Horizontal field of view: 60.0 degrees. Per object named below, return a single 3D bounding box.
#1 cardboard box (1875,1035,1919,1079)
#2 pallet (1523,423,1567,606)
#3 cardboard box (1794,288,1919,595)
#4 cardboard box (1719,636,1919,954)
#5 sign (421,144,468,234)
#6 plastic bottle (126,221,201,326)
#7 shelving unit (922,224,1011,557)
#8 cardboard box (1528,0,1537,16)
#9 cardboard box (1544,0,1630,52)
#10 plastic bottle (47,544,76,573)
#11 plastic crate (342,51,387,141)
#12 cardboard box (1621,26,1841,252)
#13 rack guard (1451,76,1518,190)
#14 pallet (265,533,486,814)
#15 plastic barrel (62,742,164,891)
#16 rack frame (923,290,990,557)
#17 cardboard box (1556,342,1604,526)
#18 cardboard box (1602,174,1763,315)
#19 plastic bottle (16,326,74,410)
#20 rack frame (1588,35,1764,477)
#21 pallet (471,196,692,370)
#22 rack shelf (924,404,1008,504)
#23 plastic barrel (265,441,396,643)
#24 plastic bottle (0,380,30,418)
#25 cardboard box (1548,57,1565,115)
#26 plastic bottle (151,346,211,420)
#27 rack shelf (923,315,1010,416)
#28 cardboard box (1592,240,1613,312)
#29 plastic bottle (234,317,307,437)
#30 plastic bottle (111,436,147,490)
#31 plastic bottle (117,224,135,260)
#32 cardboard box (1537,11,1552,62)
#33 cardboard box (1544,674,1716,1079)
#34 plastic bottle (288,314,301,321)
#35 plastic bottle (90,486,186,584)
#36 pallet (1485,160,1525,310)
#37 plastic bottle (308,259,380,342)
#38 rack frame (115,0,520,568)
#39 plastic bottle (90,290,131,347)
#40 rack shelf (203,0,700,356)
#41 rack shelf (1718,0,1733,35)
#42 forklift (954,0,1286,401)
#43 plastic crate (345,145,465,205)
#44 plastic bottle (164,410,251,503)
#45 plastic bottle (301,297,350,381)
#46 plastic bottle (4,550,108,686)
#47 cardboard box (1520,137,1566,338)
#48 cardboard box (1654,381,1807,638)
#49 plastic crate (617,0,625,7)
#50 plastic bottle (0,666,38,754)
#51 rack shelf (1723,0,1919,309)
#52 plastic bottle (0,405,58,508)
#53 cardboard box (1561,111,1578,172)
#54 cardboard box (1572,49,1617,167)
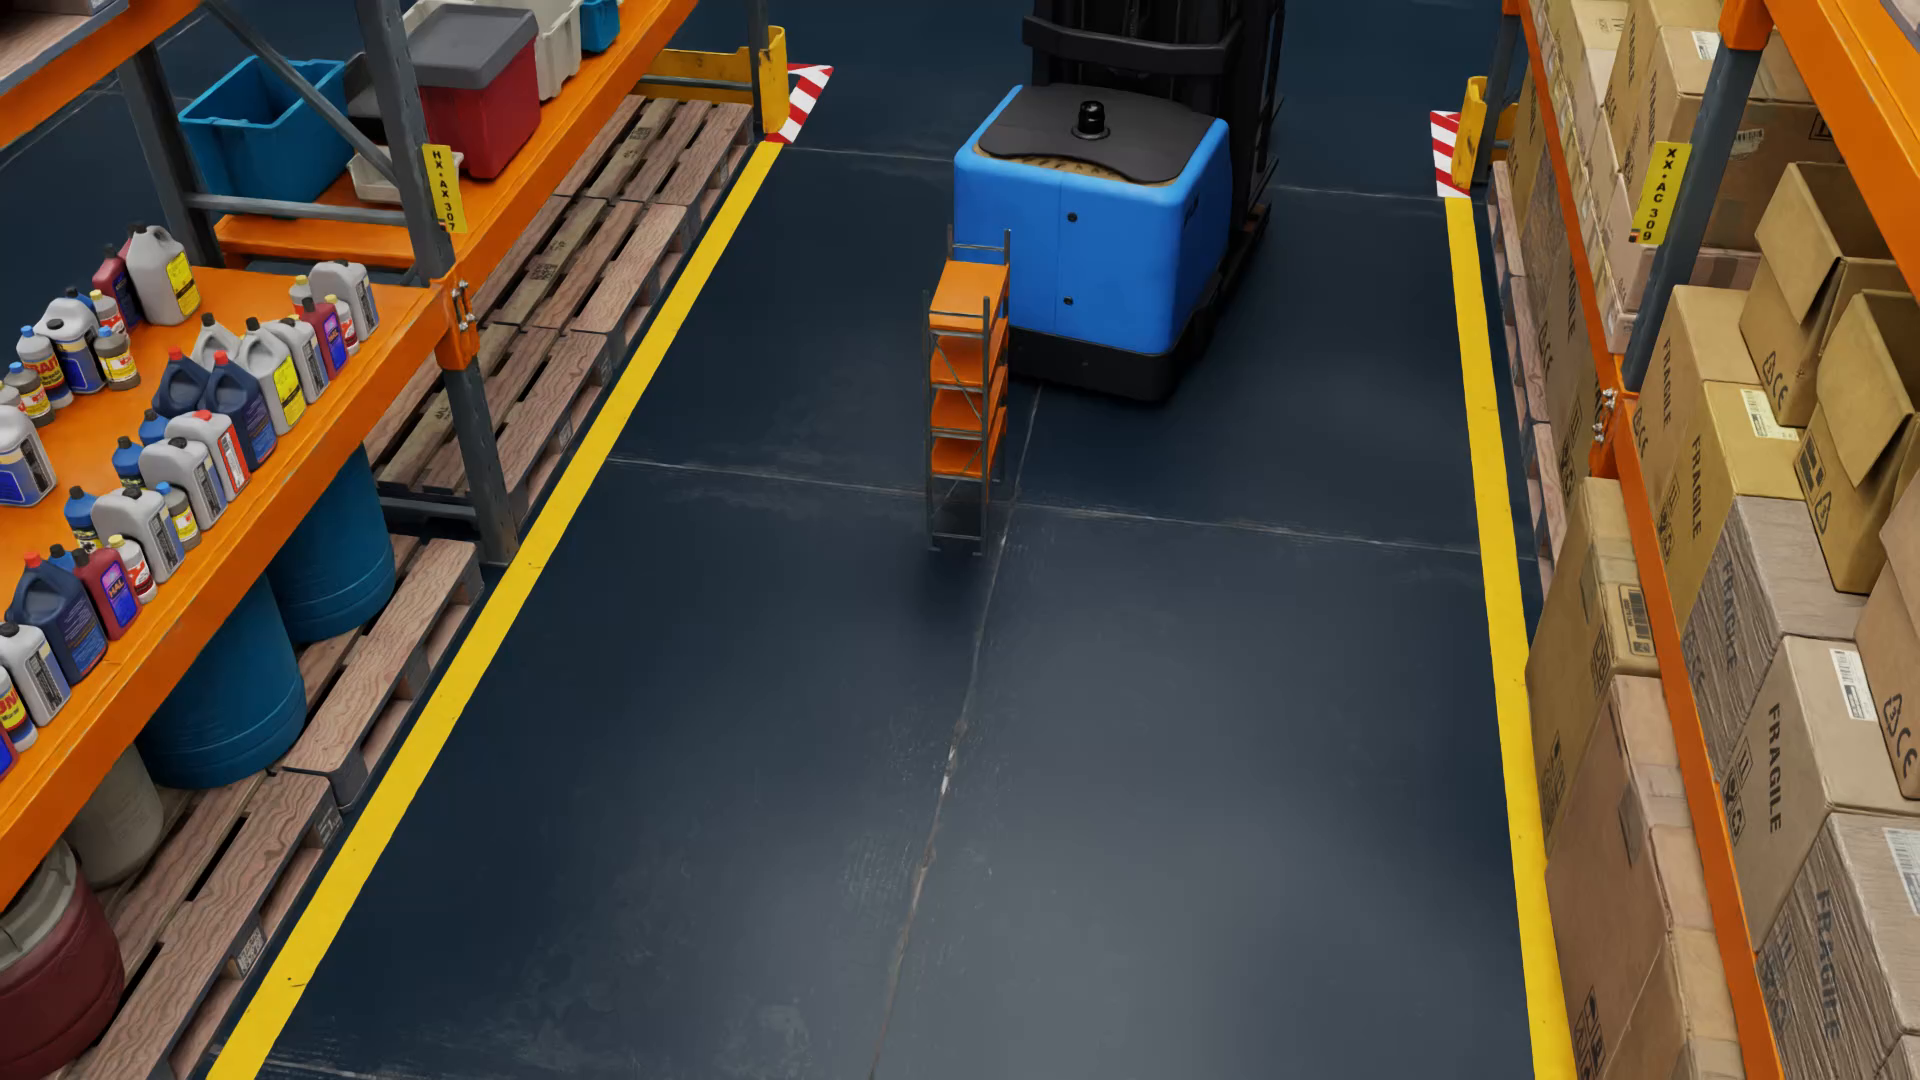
[{"bbox_3d":[1.842,1.231,2.828,0.500,0.500,0.500,6,40,7],"label":"cardboard box"},{"bbox_3d":[2.809,0.015,6.567,1.003,0.211,1.213,6,40,8],"label":"pallet"},{"bbox_3d":[2.368,-0.185,3.754,0.797,0.503,0.637,7,40,8],"label":"cardboard box"},{"bbox_3d":[2.017,0.586,3.609,0.500,0.500,0.500,7,40,9],"label":"cardboard box"},{"bbox_3d":[-1.736,-1.182,5.609,0.100,0.325,0.005,6,40,8],"label":"sign"},{"bbox_3d":[-2.665,-0.908,5.533,0.144,0.351,0.185,6,40,8],"label":"plastic bottle"},{"bbox_3d":[0.029,-0.566,6.493,0.258,1.200,0.503,6,40,8],"label":"shelving unit"},{"bbox_3d":[2.819,-2.497,7.613,0.380,0.149,0.250,6,40,7],"label":"cardboard box"},{"bbox_3d":[2.770,-2.245,6.996,0.500,0.250,0.500,5,40,6],"label":"cardboard box"},{"bbox_3d":[-2.318,0.124,4.347,0.097,0.271,0.097,0,40,0],"label":"plastic bottle"},{"bbox_3d":[-2.349,-1.787,6.726,0.437,0.125,0.590,6,40,8],"label":"plastic crate"},{"bbox_3d":[2.417,-1.255,5.210,0.500,0.500,0.500,7,40,9],"label":"cardboard box"},{"bbox_3d":[3.297,-2.153,8.962,1.175,0.500,0.348,6,40,8],"label":"rack guard"},{"bbox_3d":[-2.452,0.417,6.080,1.003,0.211,1.213,6,40,8],"label":"pallet"},{"bbox_3d":[-2.697,0.788,5.066,0.421,0.512,0.421,0,40,0],"label":"plastic barrel"},{"bbox_3d":[-0.014,-0.413,6.308,0.240,1.200,0.015,6,40,8],"label":"rack frame"},{"bbox_3d":[2.794,-0.340,6.145,0.875,0.875,0.875,6,40,8],"label":"cardboard box"},{"bbox_3d":[2.418,-0.954,5.434,0.500,0.250,0.500,6,40,7],"label":"cardboard box"},{"bbox_3d":[-2.843,-0.540,5.150,0.097,0.271,0.097,0,40,0],"label":"plastic bottle"},{"bbox_3d":[2.601,-0.591,5.111,1.000,3.000,0.127,6,40,8],"label":"rack frame"},{"bbox_3d":[-1.980,-1.296,8.152,1.003,0.211,1.213,6,40,8],"label":"pallet"},{"bbox_3d":[0.029,-0.361,6.663,0.258,0.148,0.480,6,40,8],"label":"rack shelf"},{"bbox_3d":[-2.389,-0.151,5.896,0.600,0.901,0.708,6,40,8],"label":"plastic barrel"},{"bbox_3d":[-2.877,-0.391,5.025,0.097,0.201,0.097,0,40,0],"label":"plastic bottle"},{"bbox_3d":[2.641,-1.853,6.834,0.380,0.149,0.250,5,40,7],"label":"cardboard box"},{"bbox_3d":[-2.288,-0.405,4.925,0.144,0.351,0.185,6,40,8],"label":"plastic bottle"},{"bbox_3d":[0.029,-0.687,6.394,0.258,0.148,0.480,6,40,8],"label":"rack shelf"},{"bbox_3d":[2.375,-0.884,5.662,0.380,0.149,0.250,7,40,9],"label":"cardboard box"},{"bbox_3d":[-2.114,-0.506,5.046,0.144,0.351,0.185,6,40,8],"label":"plastic bottle"},{"bbox_3d":[-2.327,-0.177,4.711,0.097,0.271,0.097,0,40,0],"label":"plastic bottle"},{"bbox_3d":[-2.761,-0.909,5.588,0.061,0.283,0.133,6,40,8],"label":"plastic bottle"},{"bbox_3d":[2.730,-2.173,7.222,0.380,0.149,0.250,6,40,7],"label":"cardboard box"},{"bbox_3d":[2.356,1.030,4.488,1.225,0.875,0.875,5,40,6],"label":"cardboard box"},{"bbox_3d":[-2.104,-0.625,5.308,0.097,0.201,0.097,0,40,0],"label":"plastic bottle"},{"bbox_3d":[-2.241,-0.031,4.531,0.152,0.276,0.135,6,40,8],"label":"plastic bottle"},{"bbox_3d":[3.231,-1.517,8.419,1.003,0.211,1.213,6,40,8],"label":"pallet"},{"bbox_3d":[-2.027,-0.807,5.469,0.152,0.276,0.135,6,40,8],"label":"plastic bottle"},{"bbox_3d":[-2.278,-1.138,5.772,1.000,3.000,0.127,6,40,8],"label":"rack frame"},{"bbox_3d":[-2.786,-0.720,5.422,0.097,0.201,0.097,0,40,0],"label":"plastic bottle"},{"bbox_3d":[-1.932,-2.115,7.519,1.077,0.370,4.000,6,40,8],"label":"rack shelf"},{"bbox_3d":[2.947,-2.725,5.903,1.077,0.370,4.000,6,40,8],"label":"rack shelf"},{"bbox_3d":[0.973,-2.690,7.704,1.130,2.935,3.031,14,42,17],"label":"forklift"},{"bbox_3d":[-2.056,-1.335,6.171,0.396,0.136,0.243,6,40,8],"label":"plastic crate"},{"bbox_3d":[-2.178,-0.261,4.809,0.152,0.276,0.135,6,40,8],"label":"plastic bottle"},{"bbox_3d":[-2.023,-0.659,5.285,0.061,0.283,0.133,6,40,8],"label":"plastic bottle"},{"bbox_3d":[-2.305,0.186,4.210,0.144,0.351,0.185,6,40,8],"label":"plastic bottle"},{"bbox_3d":[3.103,-1.463,7.504,0.875,0.875,0.875,6,40,8],"label":"cardboard box"},{"bbox_3d":[2.189,-0.053,4.382,0.500,0.500,0.500,6,40,8],"label":"cardboard box"},{"bbox_3d":[-1.670,-2.492,7.570,0.298,0.136,0.250,6,40,8],"label":"plastic crate"},{"bbox_3d":[-2.330,0.392,4.023,0.097,0.271,0.097,0,40,0],"label":"plastic bottle"},{"bbox_3d":[2.254,-0.215,2.867,1.077,0.370,4.000,6,40,8],"label":"rack shelf"},{"bbox_3d":[-2.743,-0.243,4.788,0.152,0.276,0.135,6,40,8],"label":"plastic bottle"},{"bbox_3d":[2.553,-1.529,6.442,0.380,0.149,0.250,6,40,7],"label":"cardboard box"},{"bbox_3d":[2.594,-1.600,6.215,0.500,0.250,0.500,7,40,9],"label":"cardboard box"}]
